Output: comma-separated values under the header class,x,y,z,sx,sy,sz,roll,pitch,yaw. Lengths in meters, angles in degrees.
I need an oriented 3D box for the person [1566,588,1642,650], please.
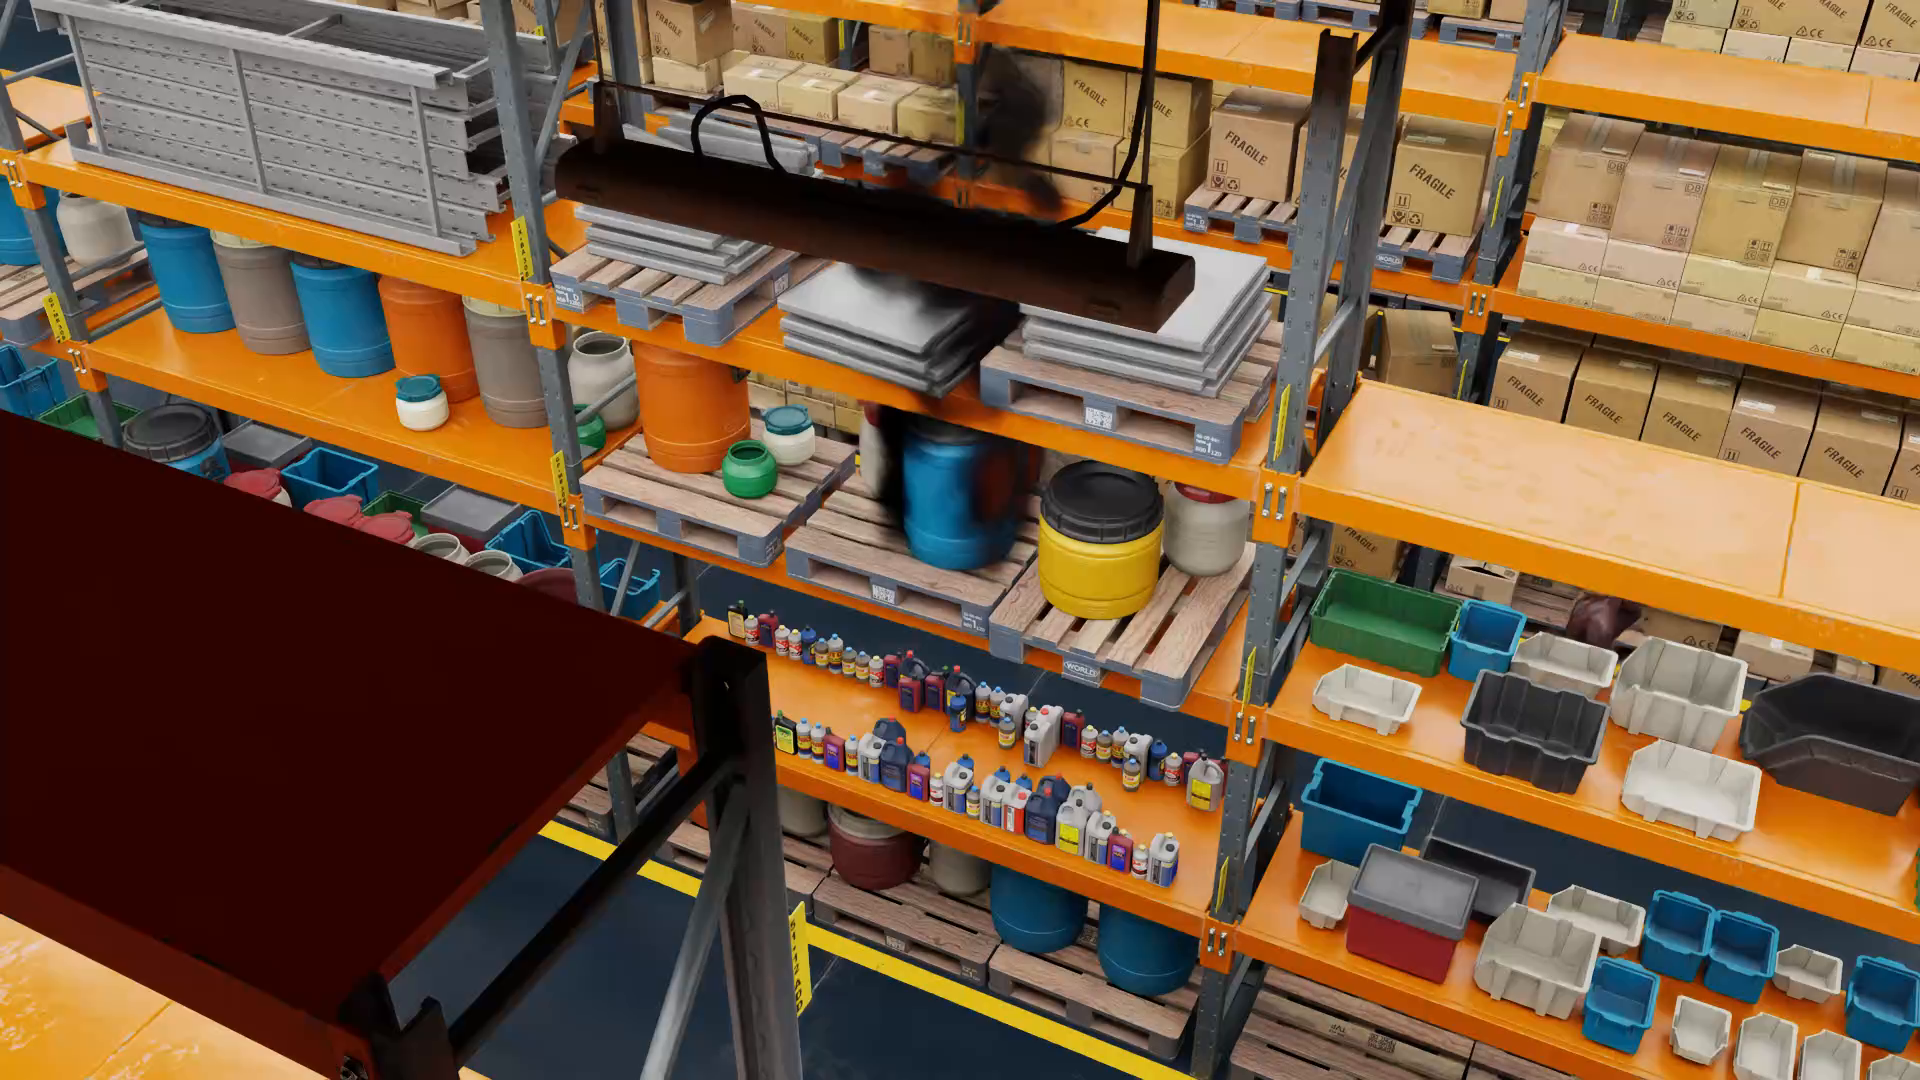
class,x,y,z,sx,sy,sz,roll,pitch,yaw
person,4.170,0.935,11.021,1.188,1.814,0.669,9,36,12
